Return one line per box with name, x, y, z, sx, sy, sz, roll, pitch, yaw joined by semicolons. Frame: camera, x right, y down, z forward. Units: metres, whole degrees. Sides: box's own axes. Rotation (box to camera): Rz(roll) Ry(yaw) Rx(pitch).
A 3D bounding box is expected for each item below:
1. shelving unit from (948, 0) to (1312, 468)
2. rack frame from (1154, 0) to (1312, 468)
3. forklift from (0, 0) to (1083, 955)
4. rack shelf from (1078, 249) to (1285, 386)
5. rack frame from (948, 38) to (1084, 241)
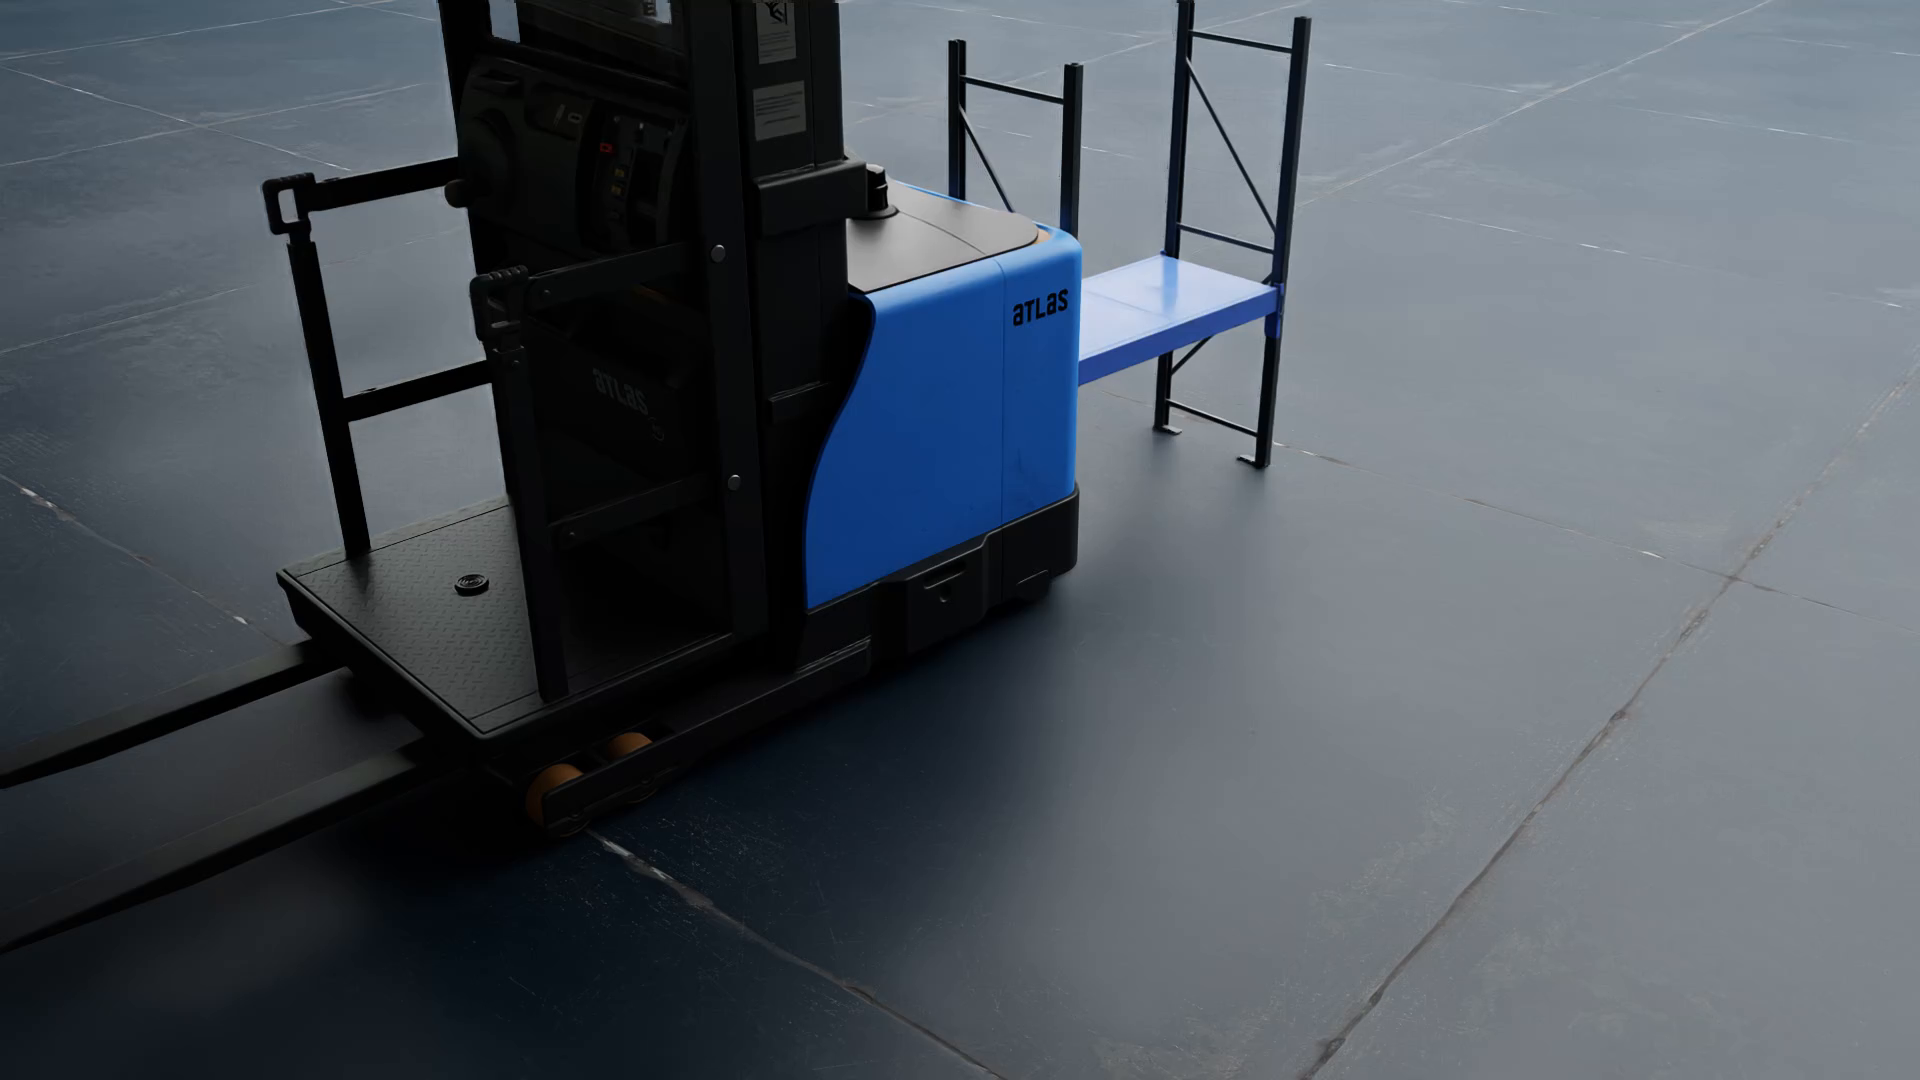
shelving unit;0.518;-0.842;5.246;1.048;1.500;0.538;-23;35;-38
rack frame;0.888;-1.002;5.555;0.032;1.500;0.500;-23;35;-38
forklift;-1.068;-0.876;3.753;3.031;2.935;1.130;-23;35;-38
rack shelf;0.518;-0.683;5.329;1.000;0.185;0.538;-23;35;-38
rack frame;0.148;-0.682;4.936;0.032;1.500;0.500;-23;35;-38
